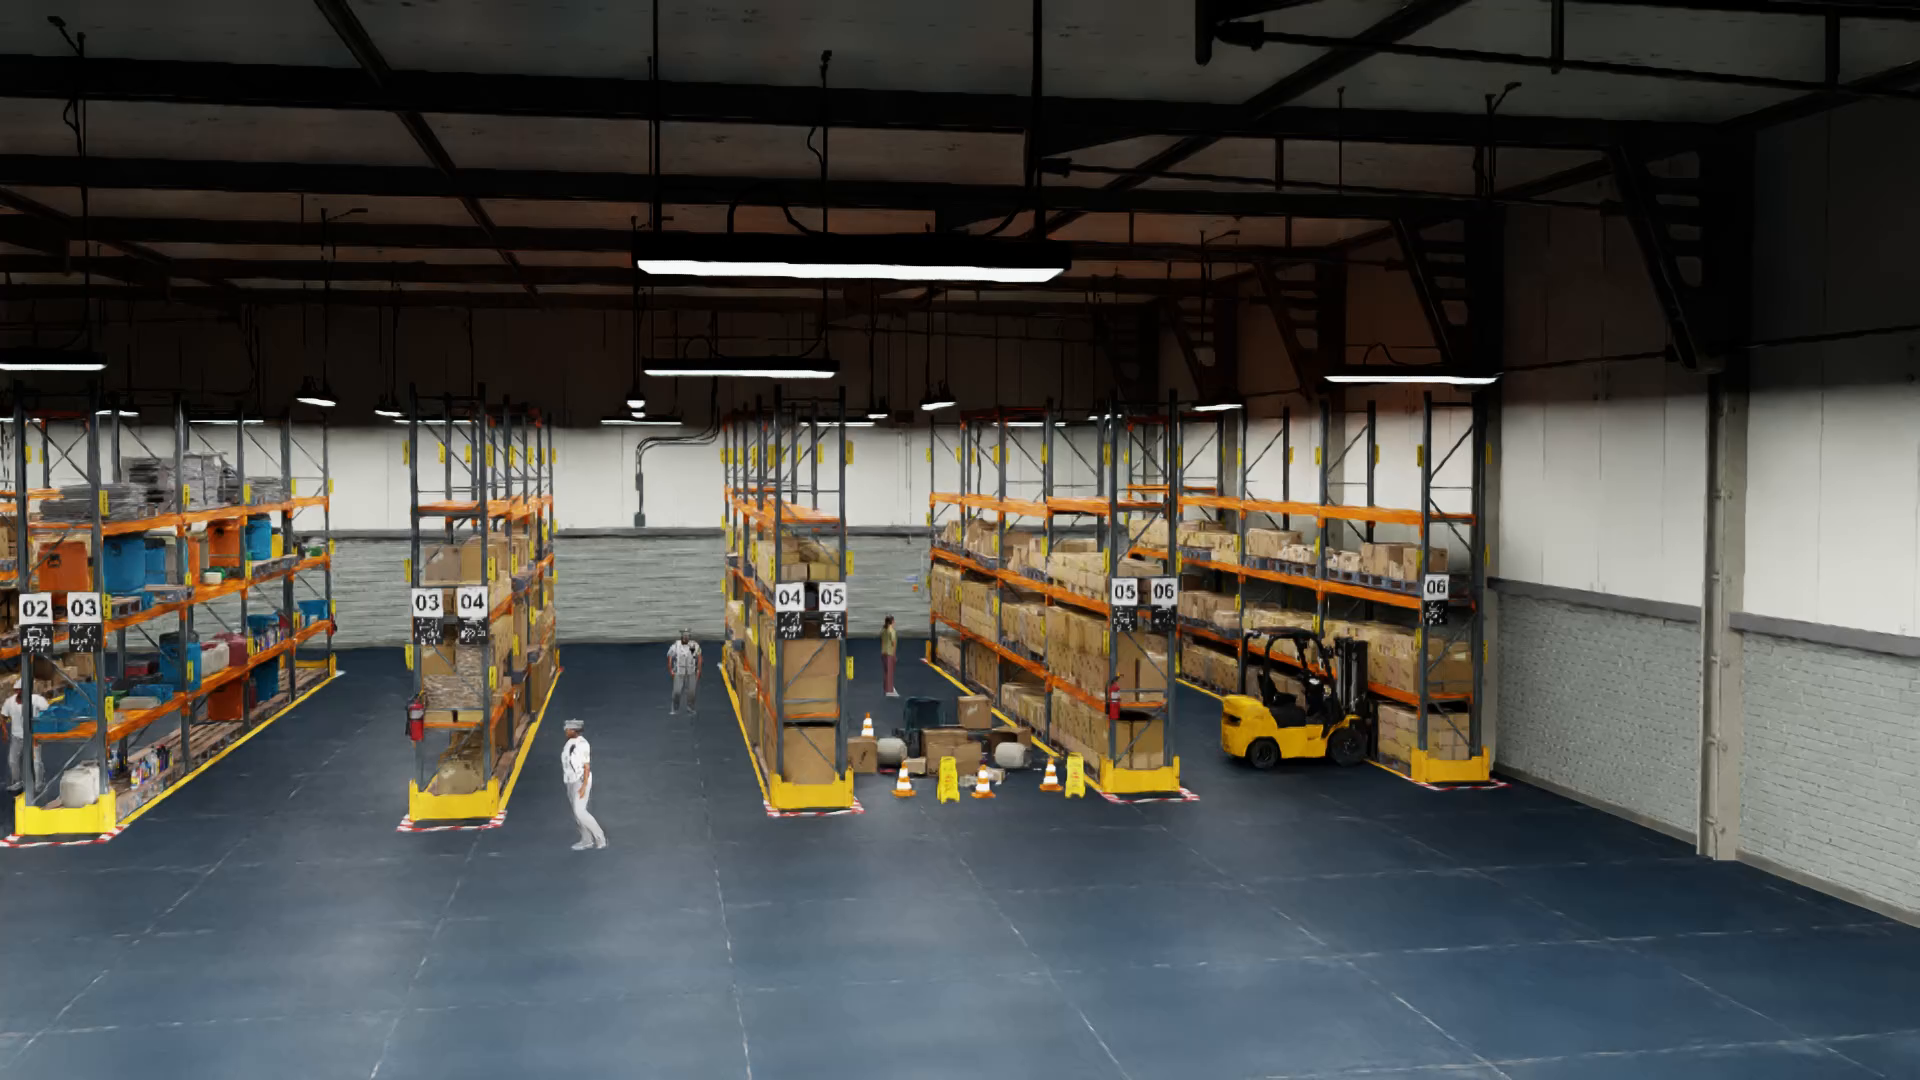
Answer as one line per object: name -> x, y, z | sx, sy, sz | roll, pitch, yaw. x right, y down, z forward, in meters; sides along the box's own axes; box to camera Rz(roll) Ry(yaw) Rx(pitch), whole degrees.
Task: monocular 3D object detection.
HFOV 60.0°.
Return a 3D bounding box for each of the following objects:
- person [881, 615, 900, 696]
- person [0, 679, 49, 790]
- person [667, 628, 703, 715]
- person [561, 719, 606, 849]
person -> -1.426, 2.395, 34.620 | 0.454, 1.679, 0.538 | -2, 4, -37
person -> -13.906, 2.898, 24.744 | 0.719, 1.715, 0.578 | -1, 3, -11
person -> -5.303, 2.530, 32.045 | 0.683, 1.706, 0.532 | -1, 3, -13
person -> -4.777, 3.096, 21.084 | 0.452, 1.655, 0.619 | -3, 4, -42
